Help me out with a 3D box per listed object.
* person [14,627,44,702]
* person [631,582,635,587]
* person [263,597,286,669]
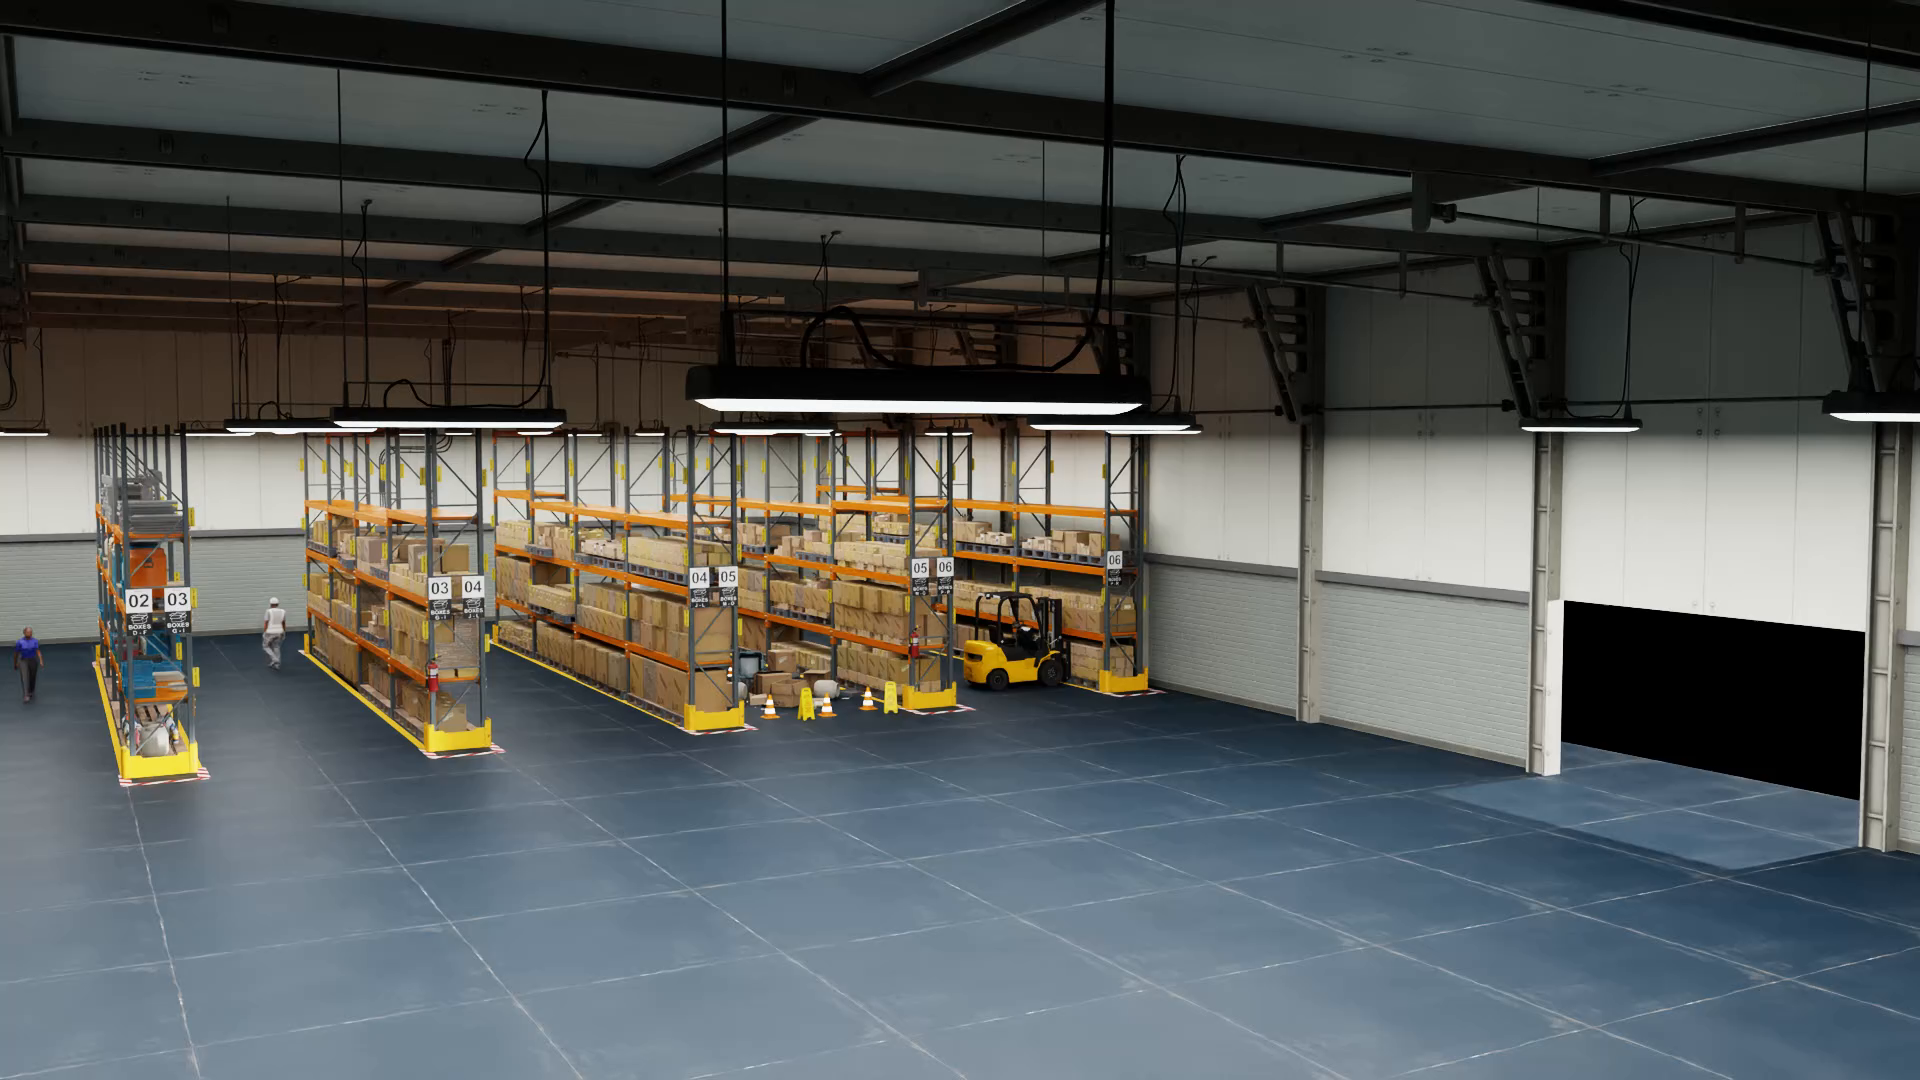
[{"bbox_3d":[-20.414,2.705,36.447,0.561,1.581,1.033,-2,4,-32],"label":"person"},{"bbox_3d":[-9.131,2.045,45.885,0.646,1.787,0.467,-3,4,-37],"label":"person"},{"bbox_3d":[-17.014,2.322,41.317,0.519,1.779,0.601,3,4,39],"label":"person"}]
